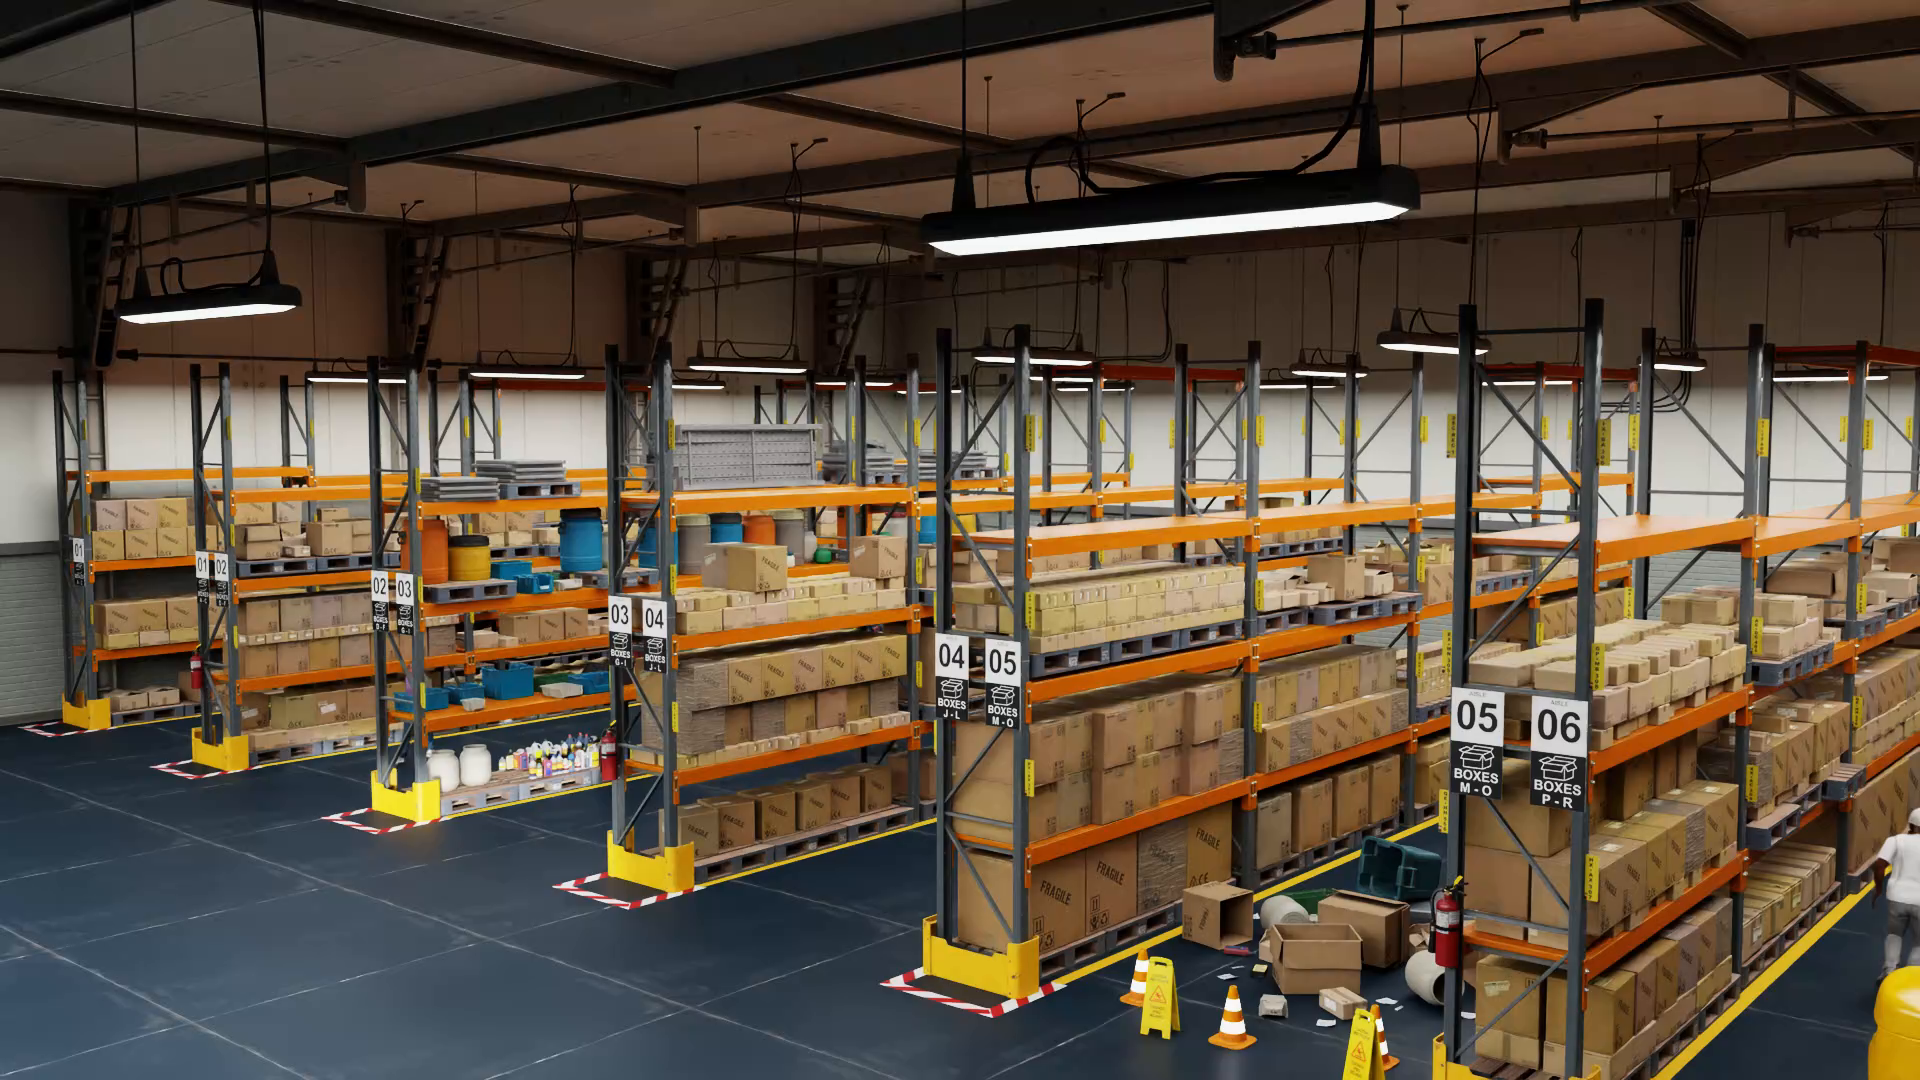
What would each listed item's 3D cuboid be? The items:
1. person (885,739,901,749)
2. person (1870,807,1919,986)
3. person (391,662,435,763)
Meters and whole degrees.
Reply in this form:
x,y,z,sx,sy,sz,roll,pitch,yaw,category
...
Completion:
x,y,z,sx,sy,sz,roll,pitch,yaw,category
-0.981,2.490,26.069,0.460,1.704,0.595,3,5,35,person
8.605,3.262,15.007,0.656,1.654,0.766,4,6,42,person
-8.196,2.564,25.027,0.440,1.539,0.979,0,4,2,person
